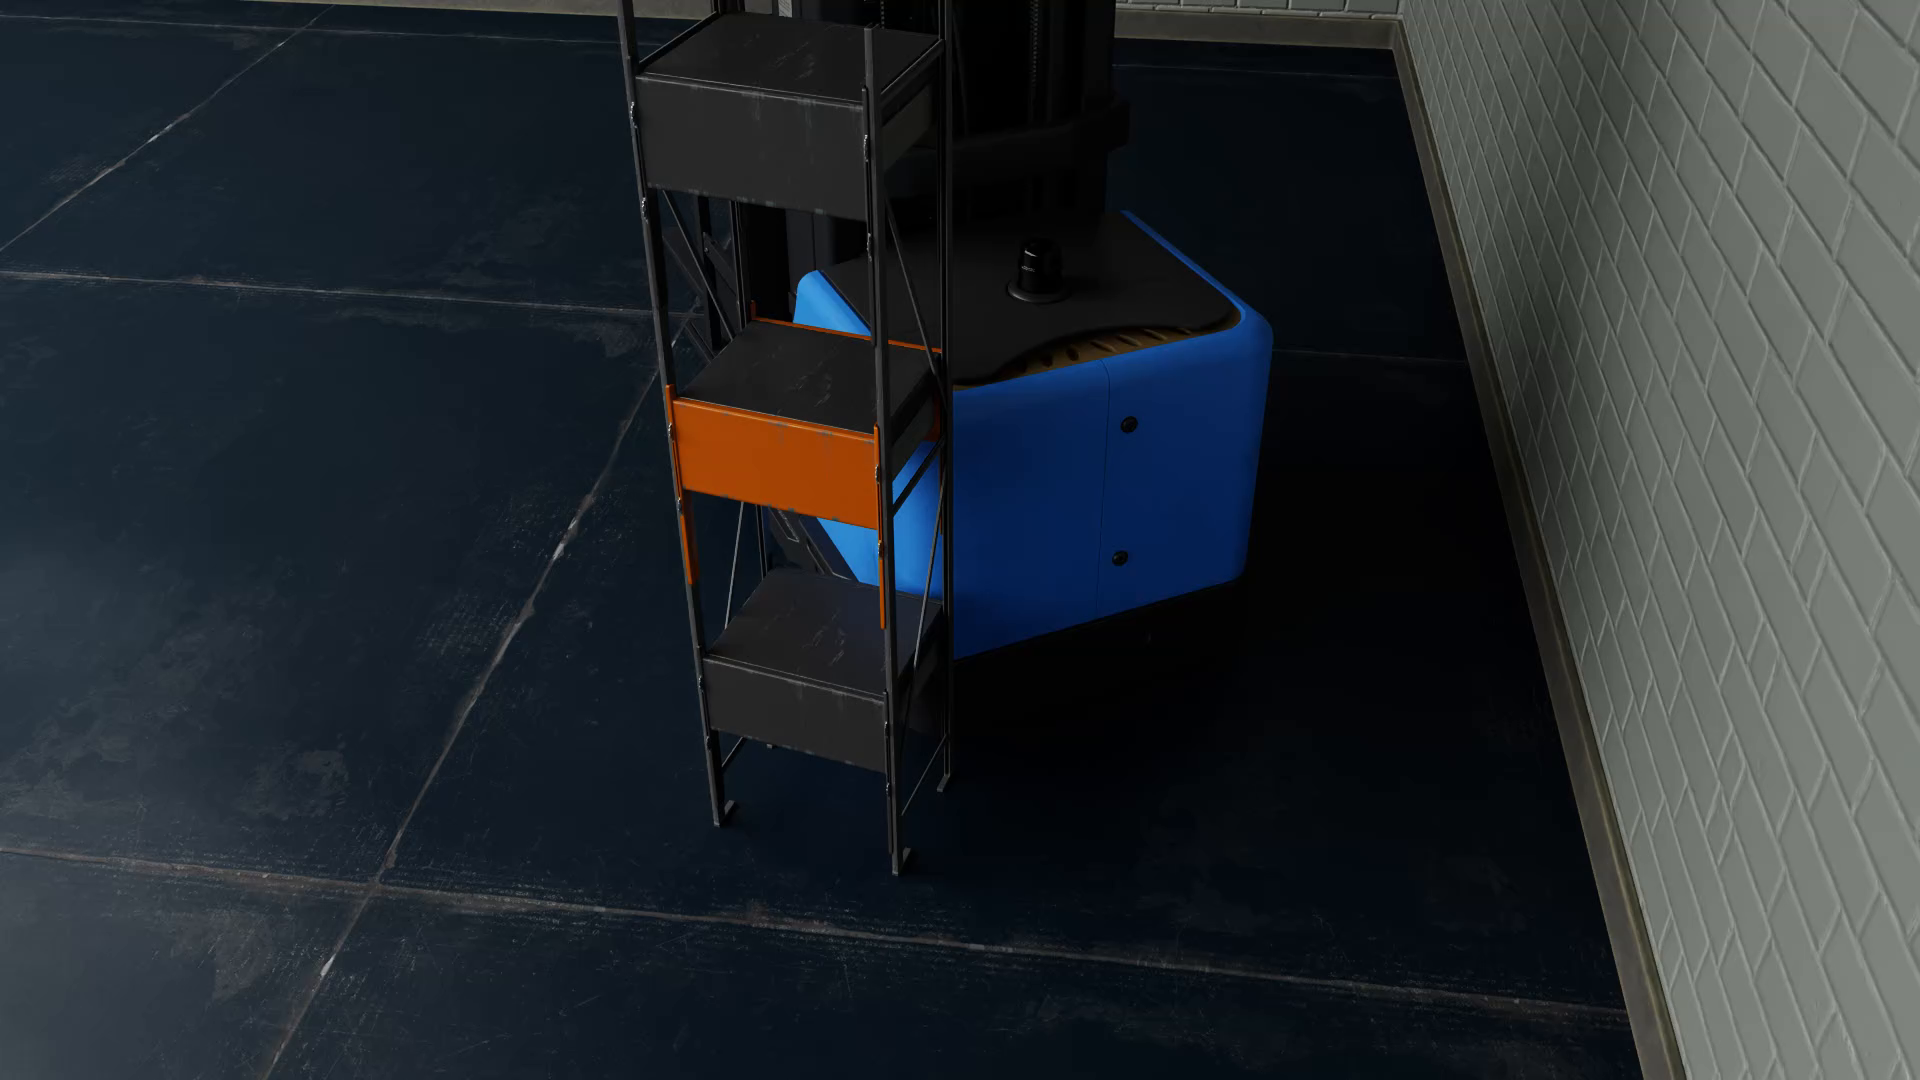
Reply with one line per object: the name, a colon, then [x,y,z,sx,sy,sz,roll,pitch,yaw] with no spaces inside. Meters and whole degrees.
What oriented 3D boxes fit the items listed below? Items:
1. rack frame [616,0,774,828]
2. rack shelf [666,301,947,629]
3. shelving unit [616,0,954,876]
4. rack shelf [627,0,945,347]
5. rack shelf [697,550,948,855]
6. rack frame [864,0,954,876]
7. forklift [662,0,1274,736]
rack frame: [-0.549,-0.234,3.771,0.015,2.100,0.400,12,37,16]
rack shelf: [-0.320,-0.175,3.711,0.480,0.518,0.431,12,37,16]
shelving unit: [-0.320,-0.186,3.703,0.503,2.100,0.431,12,37,16]
rack shelf: [-0.320,-0.744,3.304,0.480,0.518,0.431,12,37,16]
rack shelf: [-0.320,0.395,4.117,0.480,0.518,0.431,12,37,16]
rack frame: [-0.091,-0.137,3.635,0.015,2.100,0.400,12,37,16]
forklift: [-0.255,-1.523,4.861,1.130,2.935,3.031,-15,38,-20]
